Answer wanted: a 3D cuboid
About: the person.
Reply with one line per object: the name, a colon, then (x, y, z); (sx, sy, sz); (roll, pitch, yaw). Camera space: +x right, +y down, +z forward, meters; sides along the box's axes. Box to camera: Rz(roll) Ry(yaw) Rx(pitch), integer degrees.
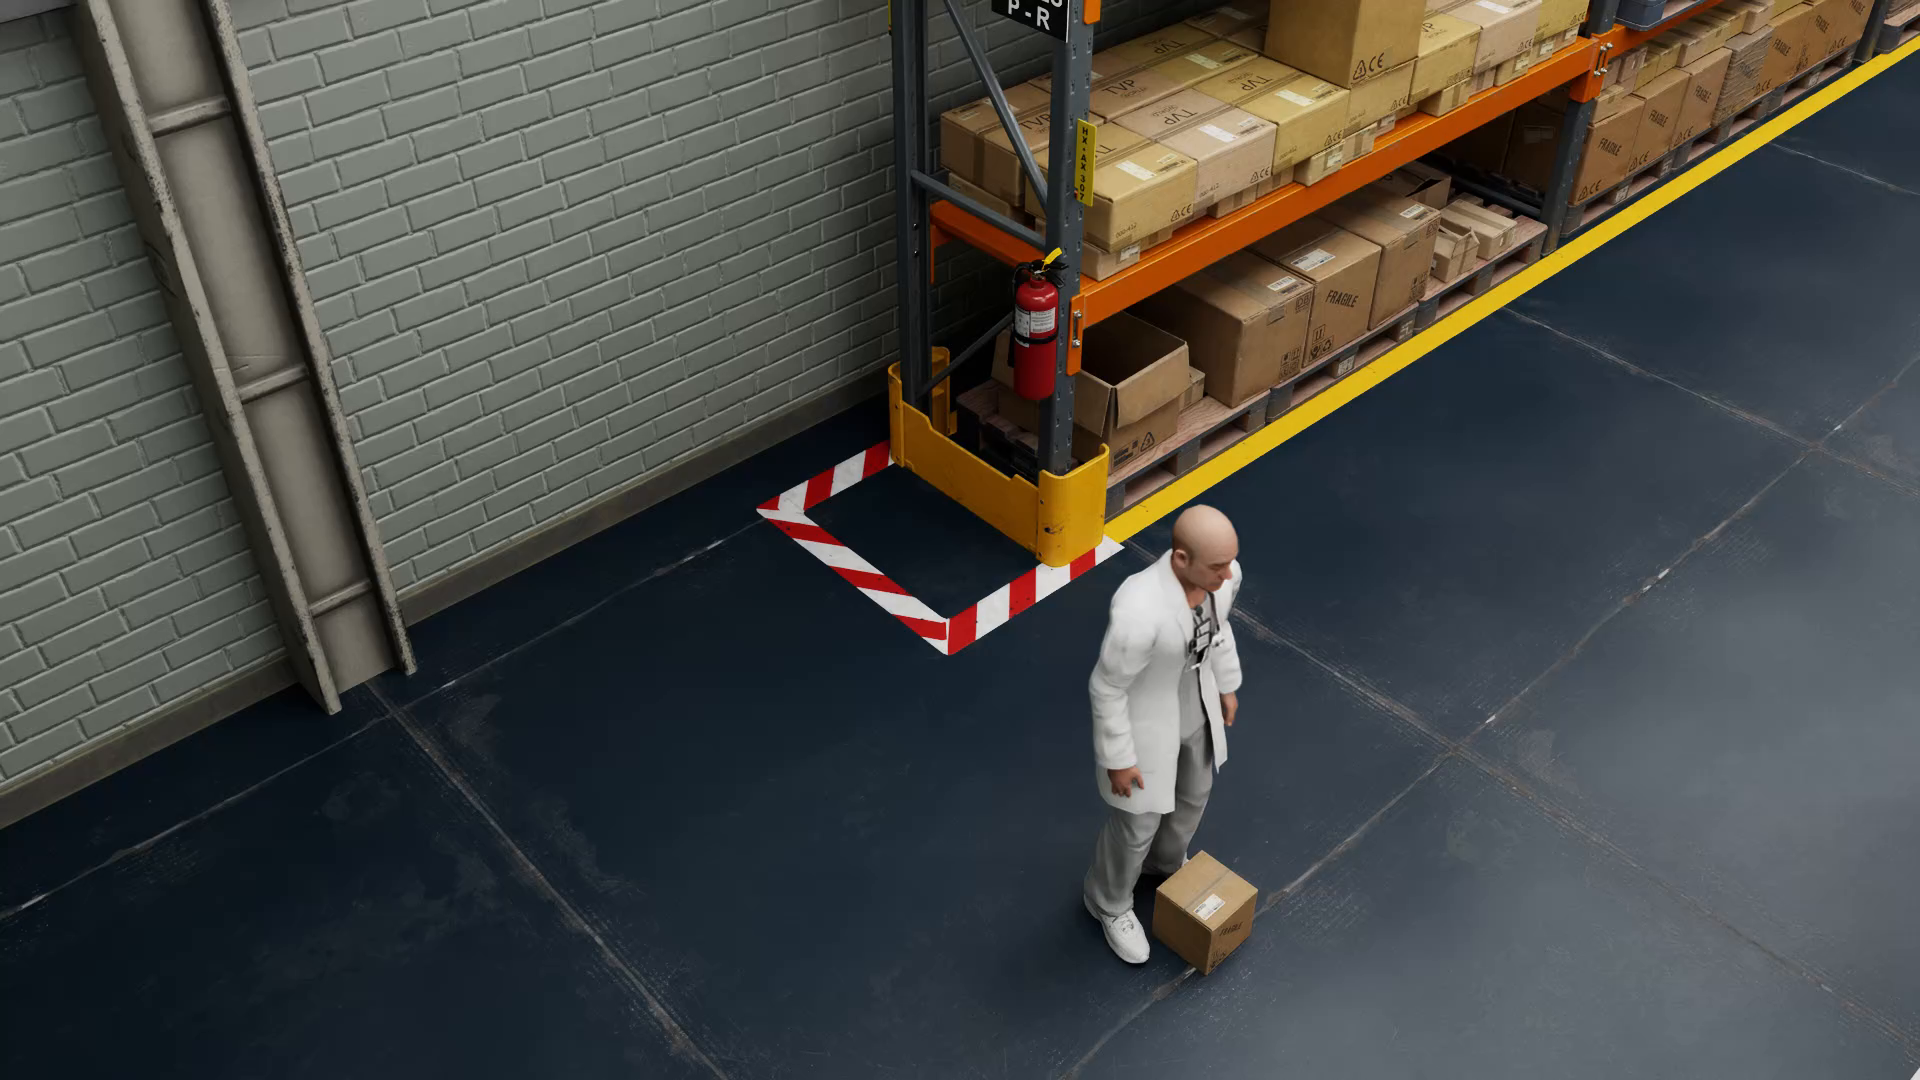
person: (0.677, 0.593, 5.443); (0.642, 1.775, 0.422); (-30, 48, -31)
